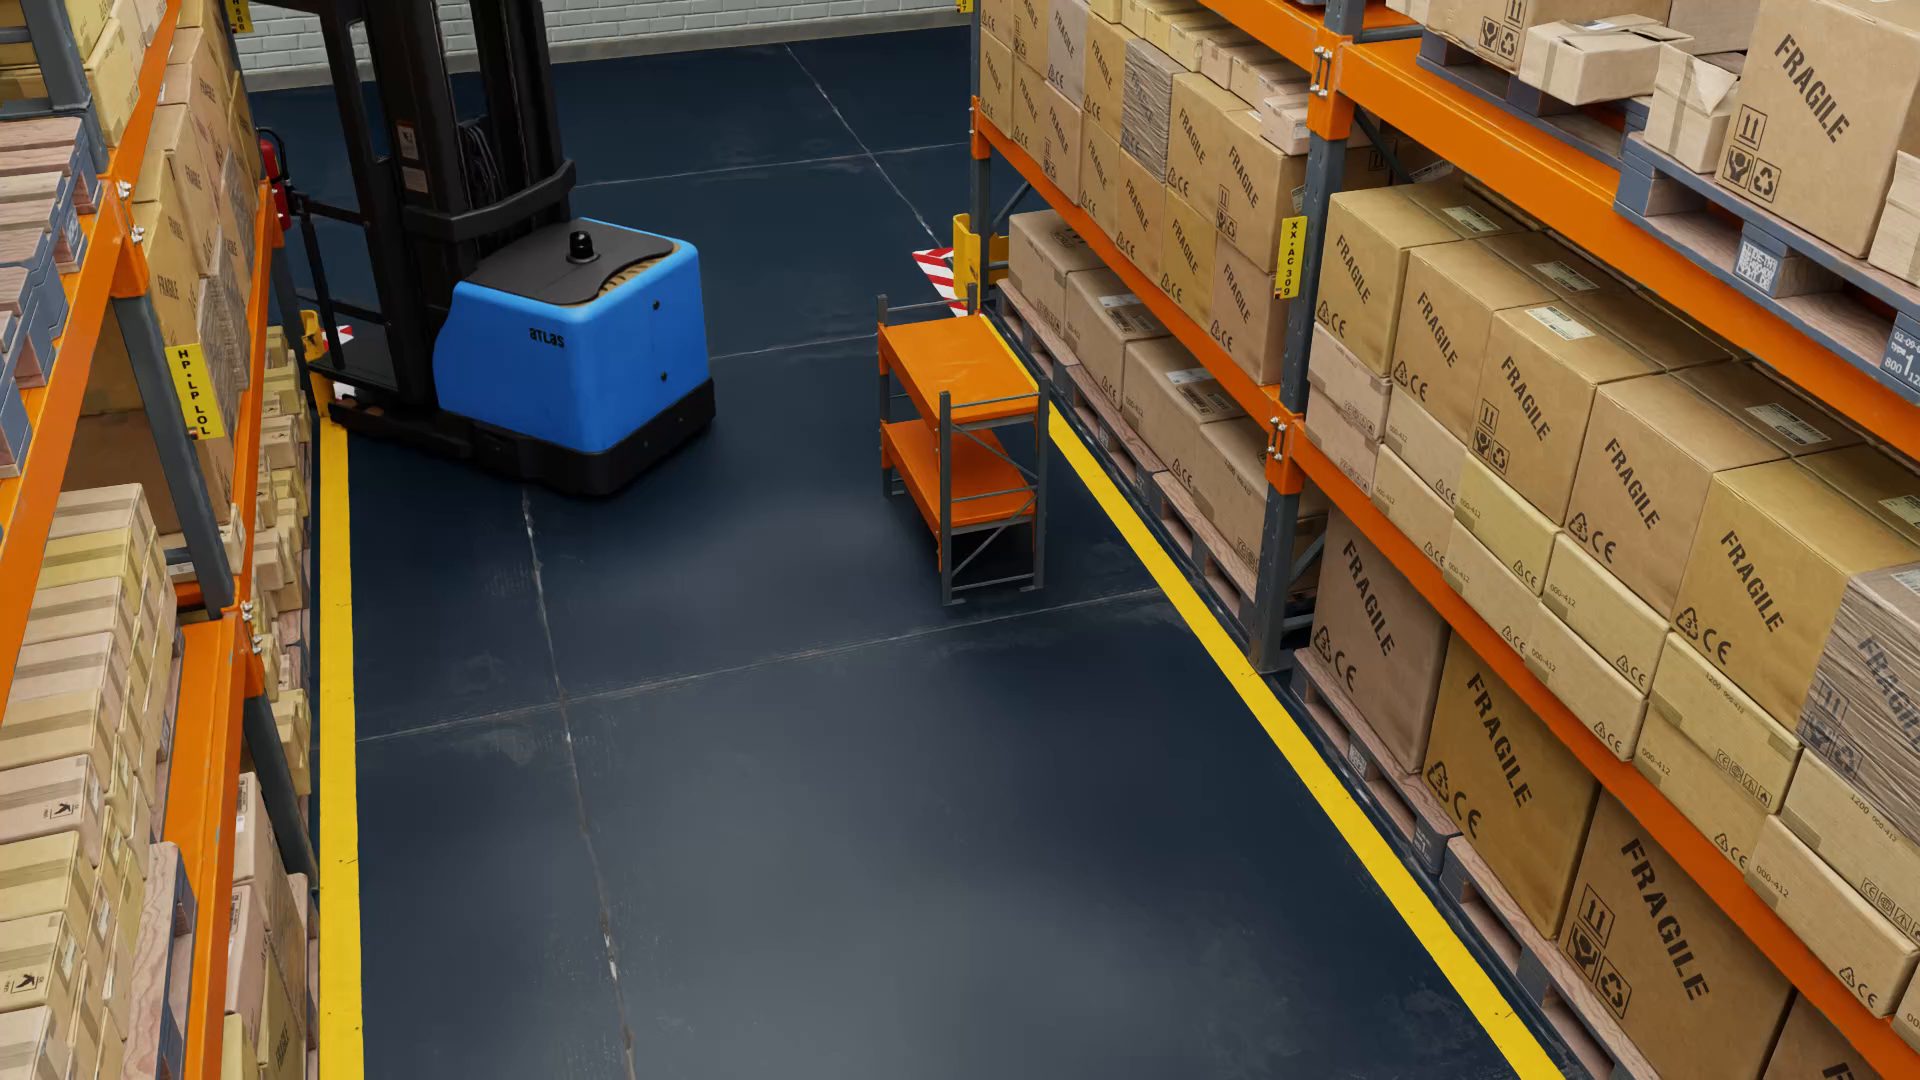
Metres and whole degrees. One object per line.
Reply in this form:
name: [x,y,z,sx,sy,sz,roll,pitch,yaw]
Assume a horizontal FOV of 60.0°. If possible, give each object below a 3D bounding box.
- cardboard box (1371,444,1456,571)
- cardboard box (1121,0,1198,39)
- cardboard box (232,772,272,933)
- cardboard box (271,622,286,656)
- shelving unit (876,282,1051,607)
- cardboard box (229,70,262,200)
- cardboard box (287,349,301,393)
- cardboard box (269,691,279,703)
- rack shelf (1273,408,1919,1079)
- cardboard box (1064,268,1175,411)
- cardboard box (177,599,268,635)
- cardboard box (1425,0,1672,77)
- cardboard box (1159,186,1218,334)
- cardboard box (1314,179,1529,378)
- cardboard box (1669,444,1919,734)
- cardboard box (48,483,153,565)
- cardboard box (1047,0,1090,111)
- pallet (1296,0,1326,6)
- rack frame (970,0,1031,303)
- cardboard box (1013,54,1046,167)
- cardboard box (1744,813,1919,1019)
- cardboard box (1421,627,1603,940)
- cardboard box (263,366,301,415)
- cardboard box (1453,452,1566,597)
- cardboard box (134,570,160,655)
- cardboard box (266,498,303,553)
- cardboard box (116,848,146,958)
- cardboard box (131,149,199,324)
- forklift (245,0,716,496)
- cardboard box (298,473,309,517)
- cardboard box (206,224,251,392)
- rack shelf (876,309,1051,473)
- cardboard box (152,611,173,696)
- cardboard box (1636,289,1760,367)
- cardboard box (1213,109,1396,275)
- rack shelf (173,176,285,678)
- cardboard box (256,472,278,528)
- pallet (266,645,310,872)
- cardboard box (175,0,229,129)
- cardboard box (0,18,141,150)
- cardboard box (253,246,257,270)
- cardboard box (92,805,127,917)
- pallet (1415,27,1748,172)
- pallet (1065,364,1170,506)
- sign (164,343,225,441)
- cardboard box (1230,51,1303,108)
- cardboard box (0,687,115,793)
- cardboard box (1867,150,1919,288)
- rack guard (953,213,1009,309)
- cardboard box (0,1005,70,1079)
cardboard box: [1.819,-0.155,5.901,0.500,0.250,0.500,-11,35,-16]
cardboard box: [0.961,-2.411,7.592,0.380,0.149,0.250,-10,35,-15]
cardboard box: [-2.438,1.024,5.186,0.500,0.250,0.500,-11,35,-16]
cardboard box: [-3.043,0.503,6.973,0.380,0.149,0.250,-11,35,-16]
shelving unit: [-0.002,-0.473,7.945,0.538,1.125,1.048,-10,35,-15]
cardboard box: [-3.744,-1.953,8.124,0.500,0.500,0.500,-9,35,-14]
cardboard box: [-3.694,-0.860,8.766,0.380,0.149,0.250,-11,35,-16]
cardboard box: [-2.875,0.649,6.483,0.380,0.149,0.250,-10,35,-14]
rack shelf: [2.387,0.585,5.296,1.077,0.370,4.000,-10,35,-15]
cardboard box: [1.141,-1.162,9.232,0.875,0.438,0.875,-9,35,-13]
cardboard box: [-2.966,0.392,6.602,0.380,0.149,0.250,-10,35,-15]
cardboard box: [1.770,-1.722,4.942,0.500,0.500,0.500,-11,35,-16]
cardboard box: [1.230,-1.276,7.370,0.500,0.500,0.500,-11,35,-16]
cardboard box: [1.638,-0.944,5.961,0.500,0.500,0.500,-10,35,-14]
cardboard box: [2.281,0.119,4.351,0.500,0.500,0.500,-10,35,-15]
cardboard box: [-2.598,-0.020,4.867,0.380,0.149,0.250,-8,34,-13]
cardboard box: [0.761,-2.485,8.292,0.500,0.500,0.500,-10,35,-15]
pallet: [1.537,-2.411,6.537,1.003,0.211,1.213,-10,35,-15]
rack frame: [0.557,-2.865,9.865,1.000,3.000,0.127,-10,35,-15]
cardboard box: [0.611,-2.346,8.988,0.500,0.500,0.500,-10,35,-15]
cardboard box: [2.425,0.910,4.288,0.500,0.250,0.500,-9,35,-14]
cardboard box: [2.325,0.731,5.969,0.875,0.875,0.875,-9,35,-13]
cardboard box: [-3.502,-0.722,8.287,0.380,0.149,0.250,-11,35,-16]
cardboard box: [1.957,-0.094,5.354,0.500,0.250,0.500,-10,35,-14]
cardboard box: [-2.515,0.240,4.743,0.380,0.149,0.250,-10,35,-14]
cardboard box: [-3.192,-0.040,7.526,0.380,0.149,0.250,-10,35,-14]
cardboard box: [-2.196,0.909,4.001,0.380,0.149,0.250,-9,34,-13]
cardboard box: [-2.984,-1.010,5.790,0.500,0.500,0.500,-11,35,-16]
forklift: [-2.889,-2.023,8.652,3.031,2.935,1.130,17,37,23]
cardboard box: [-3.368,-0.202,8.040,0.380,0.149,0.250,-12,35,-17]
cardboard box: [-3.094,-0.877,6.495,0.500,0.500,0.500,-11,35,-16]
rack shelf: [-0.002,-0.717,7.784,0.538,0.278,1.000,-10,35,-15]
cardboard box: [-2.517,0.362,4.829,0.380,0.149,0.250,-10,35,-14]
cardboard box: [2.453,-0.492,5.275,0.500,0.500,0.500,-9,35,-13]
cardboard box: [1.370,-1.425,6.688,0.500,0.500,0.500,-10,35,-15]
rack shelf: [-3.516,-0.629,7.134,1.077,0.370,4.000,-10,35,-15]
cardboard box: [-3.266,-0.154,7.427,0.380,0.149,0.250,-10,35,-14]
pallet: [-3.145,0.937,6.640,1.003,0.211,1.213,-10,35,-15]
cardboard box: [-3.595,-2.098,7.437,0.500,0.500,0.500,-11,35,-16]
cardboard box: [-2.796,-1.356,4.996,0.500,0.250,0.500,-8,34,-12]
cardboard box: [-3.527,-1.355,7.808,0.380,0.149,0.250,-9,35,-13]
cardboard box: [-2.191,0.793,3.906,0.380,0.149,0.250,-10,35,-15]
pallet: [2.104,-1.463,5.197,0.805,0.209,1.217,-11,35,-17]
pallet: [1.244,-0.656,9.051,1.003,0.211,1.213,-10,35,-15]
sign: [-2.379,-0.458,5.172,0.100,0.325,0.005,-10,35,-15]
cardboard box: [1.336,-1.892,6.806,0.380,0.149,0.250,-10,35,-15]
cardboard box: [-2.286,0.524,4.043,0.380,0.149,0.250,-11,35,-16]
cardboard box: [2.244,-0.700,3.608,0.396,0.266,0.258,-11,35,-16]
rack guard: [0.550,-1.835,10.573,1.175,0.500,0.348,-10,35,-15]
cardboard box: [-1.962,1.076,3.208,0.380,0.149,0.250,-8,34,-13]
